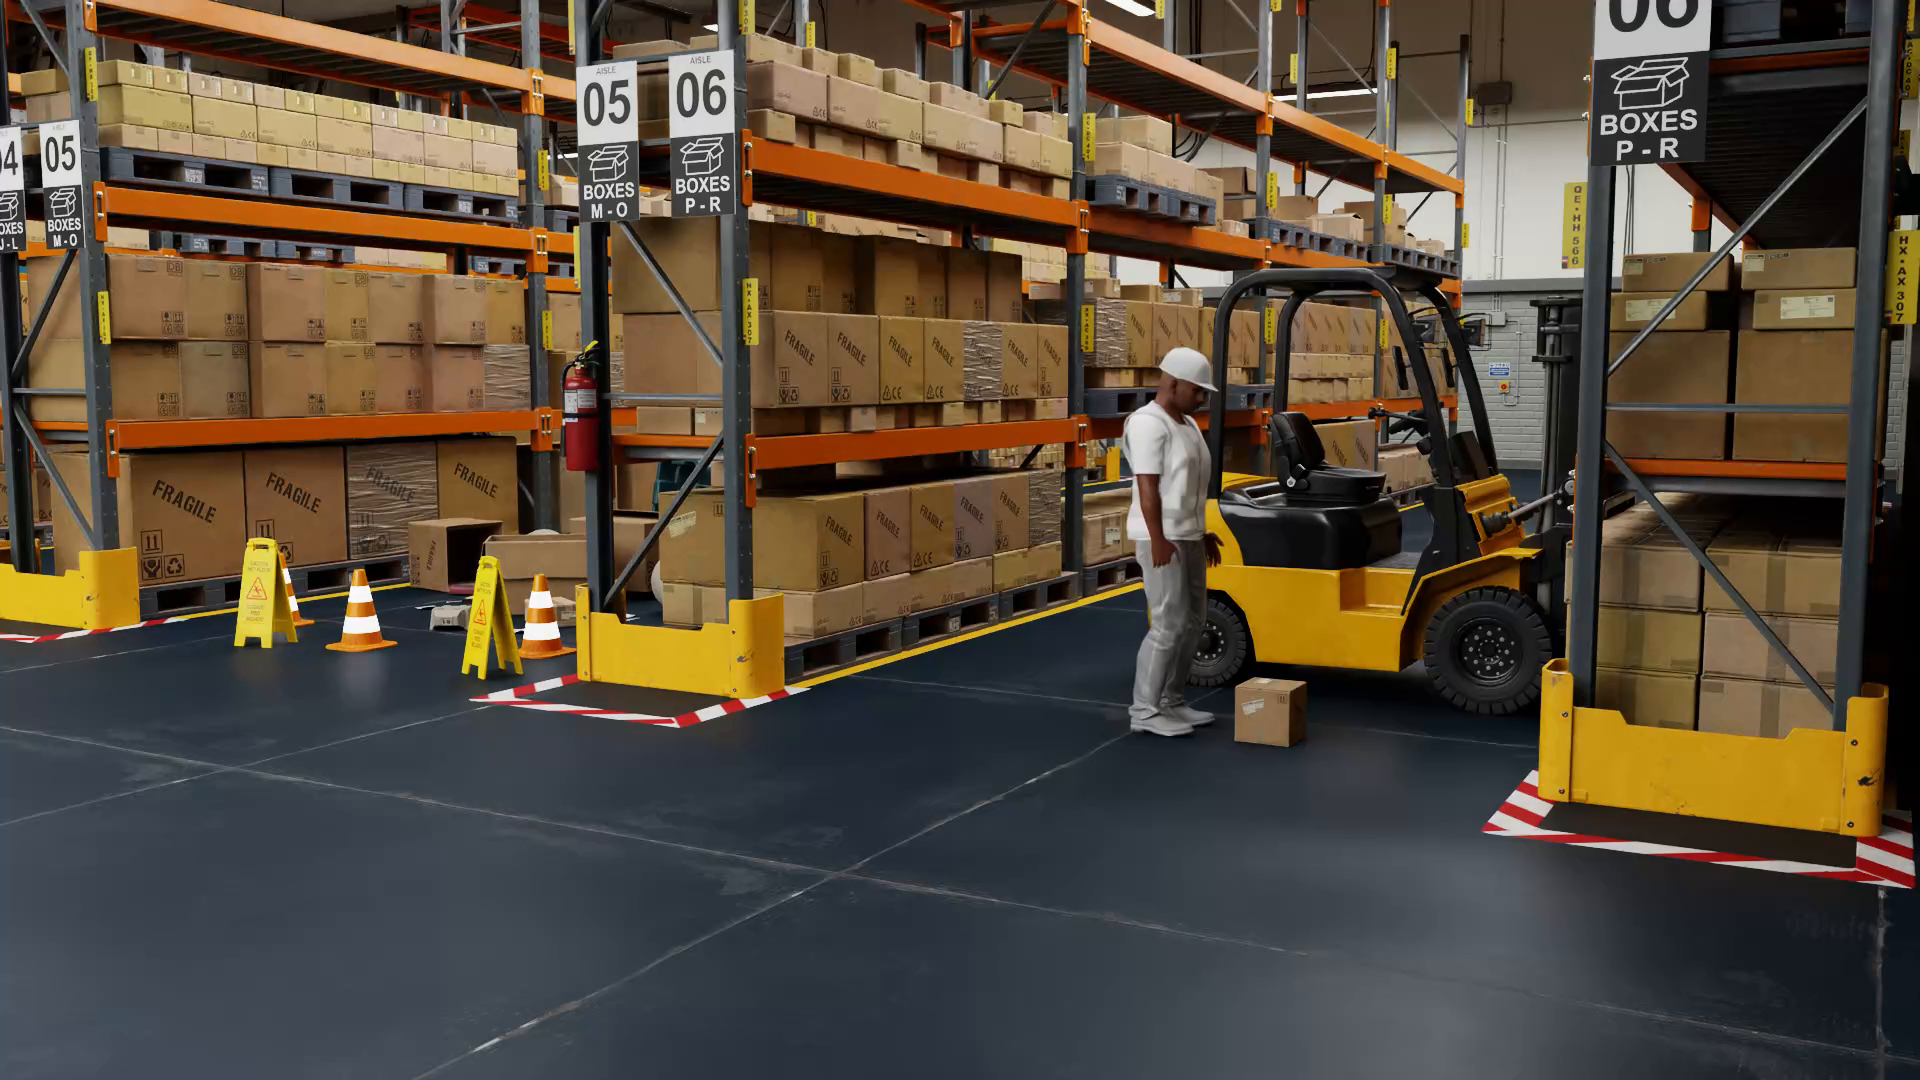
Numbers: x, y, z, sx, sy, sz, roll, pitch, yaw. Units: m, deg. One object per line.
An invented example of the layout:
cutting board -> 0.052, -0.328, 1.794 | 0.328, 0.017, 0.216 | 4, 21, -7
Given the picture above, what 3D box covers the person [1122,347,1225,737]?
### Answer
person -> 0.982, -0.004, 7.633 | 0.384, 1.751, 0.573 | 3, 7, 30
